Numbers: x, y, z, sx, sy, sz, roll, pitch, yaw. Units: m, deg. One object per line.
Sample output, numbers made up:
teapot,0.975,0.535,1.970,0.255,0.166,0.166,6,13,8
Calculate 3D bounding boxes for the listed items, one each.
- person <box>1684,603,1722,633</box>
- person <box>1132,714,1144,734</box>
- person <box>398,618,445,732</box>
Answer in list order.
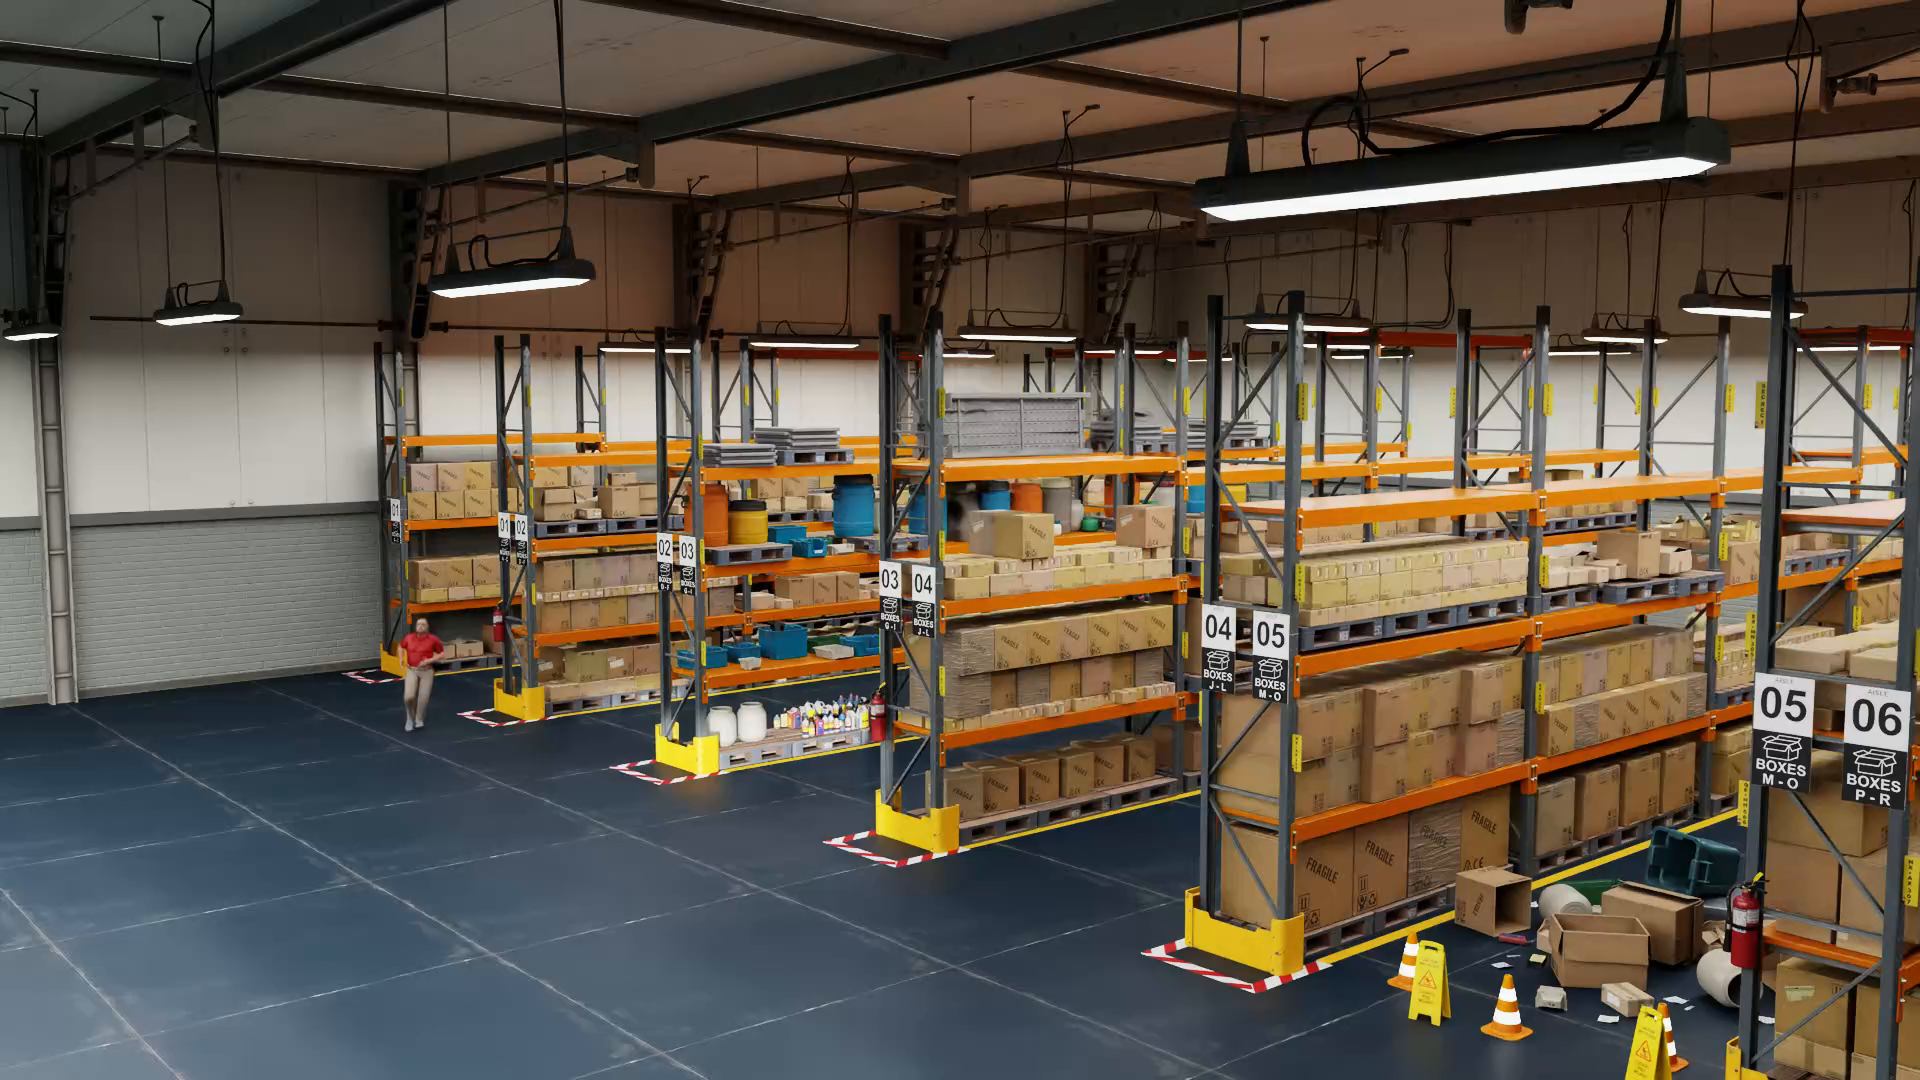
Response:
person,12.713,1.781,28.444,0.613,1.588,0.484,2,5,19
person,2.389,1.910,23.583,0.577,1.727,0.563,-4,7,-40
person,-8.133,2.044,25.106,0.692,1.741,0.596,-1,5,-11
